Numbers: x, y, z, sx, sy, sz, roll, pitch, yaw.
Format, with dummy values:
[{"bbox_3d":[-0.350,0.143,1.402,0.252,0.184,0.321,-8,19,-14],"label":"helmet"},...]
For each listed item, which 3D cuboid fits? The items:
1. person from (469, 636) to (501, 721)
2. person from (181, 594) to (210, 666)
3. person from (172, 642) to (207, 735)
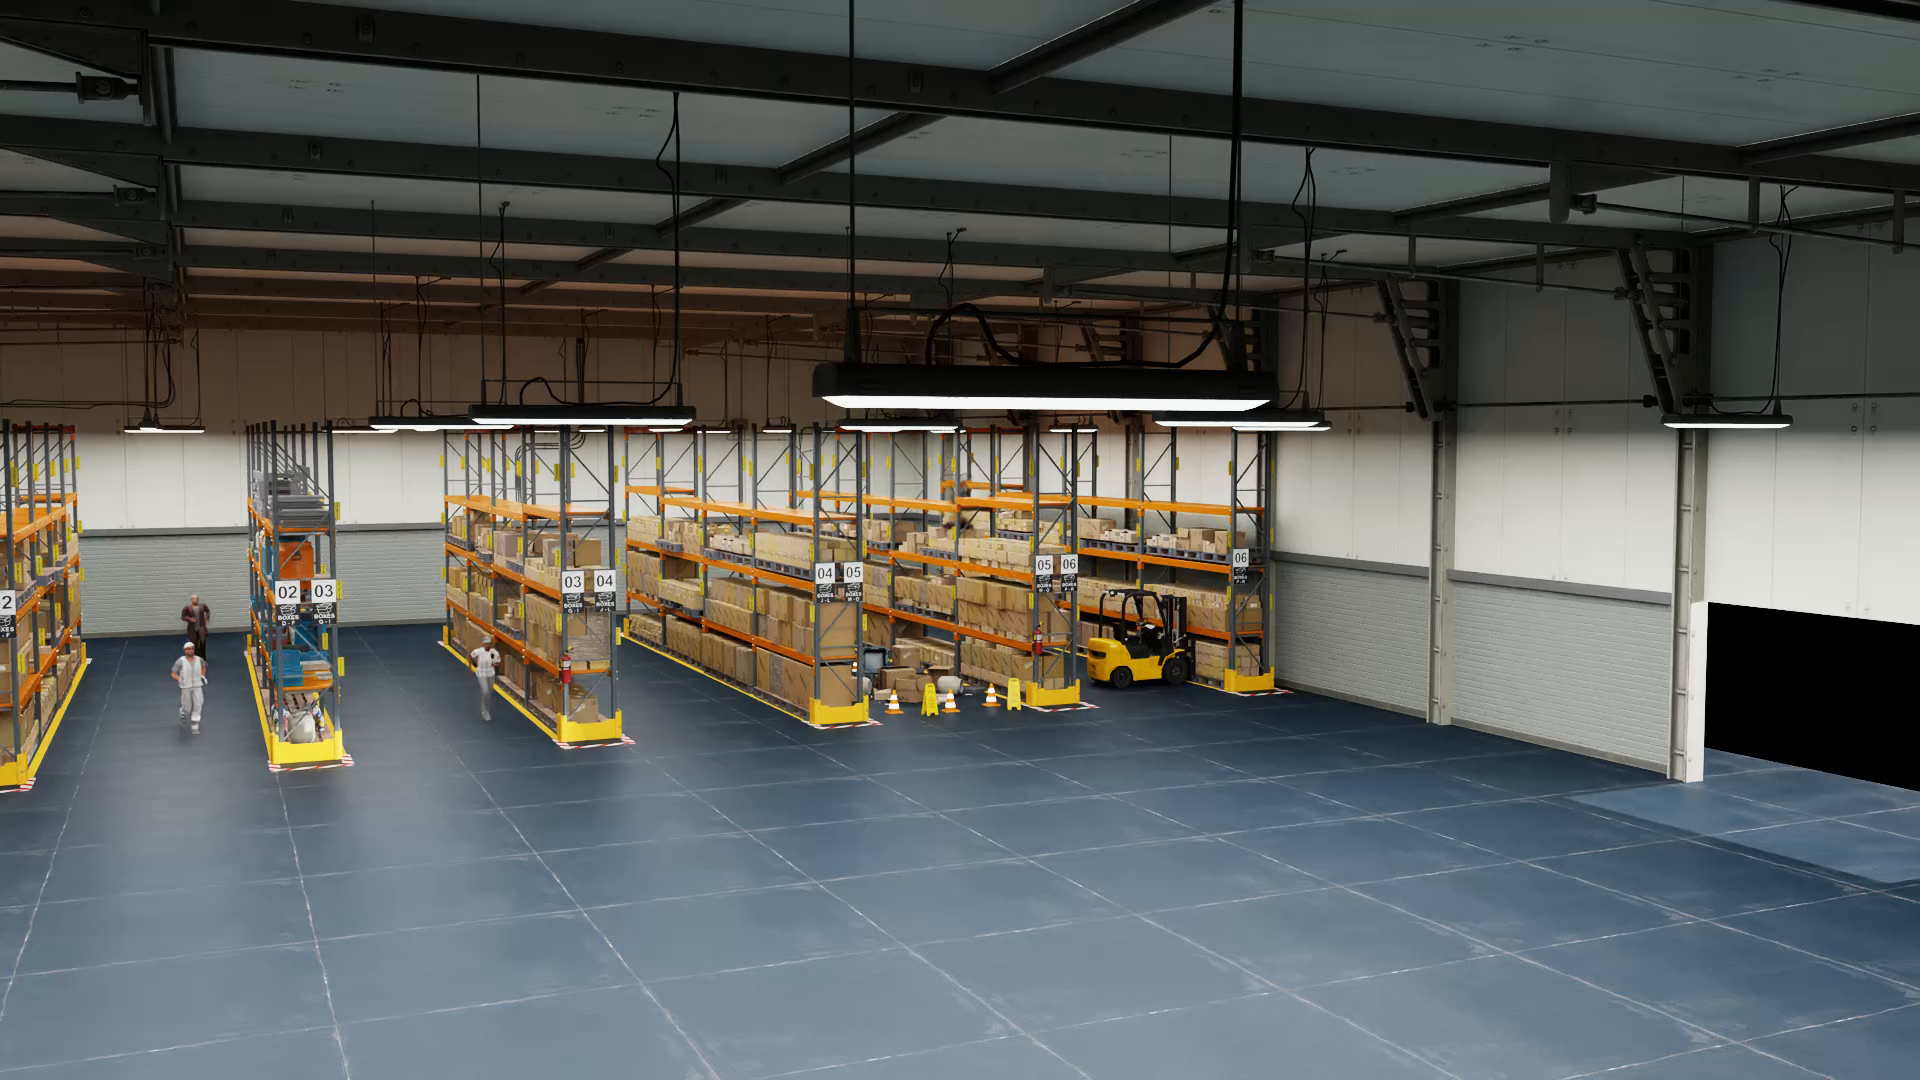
[{"bbox_3d":[-9.602,2.786,33.651,0.600,1.726,0.836,-2,4,-27],"label":"person"},{"bbox_3d":[-19.062,2.260,41.498,0.664,1.828,0.821,-2,4,-28],"label":"person"},{"bbox_3d":[-14.808,2.844,32.010,0.657,1.771,0.863,-3,5,-41],"label":"person"}]
